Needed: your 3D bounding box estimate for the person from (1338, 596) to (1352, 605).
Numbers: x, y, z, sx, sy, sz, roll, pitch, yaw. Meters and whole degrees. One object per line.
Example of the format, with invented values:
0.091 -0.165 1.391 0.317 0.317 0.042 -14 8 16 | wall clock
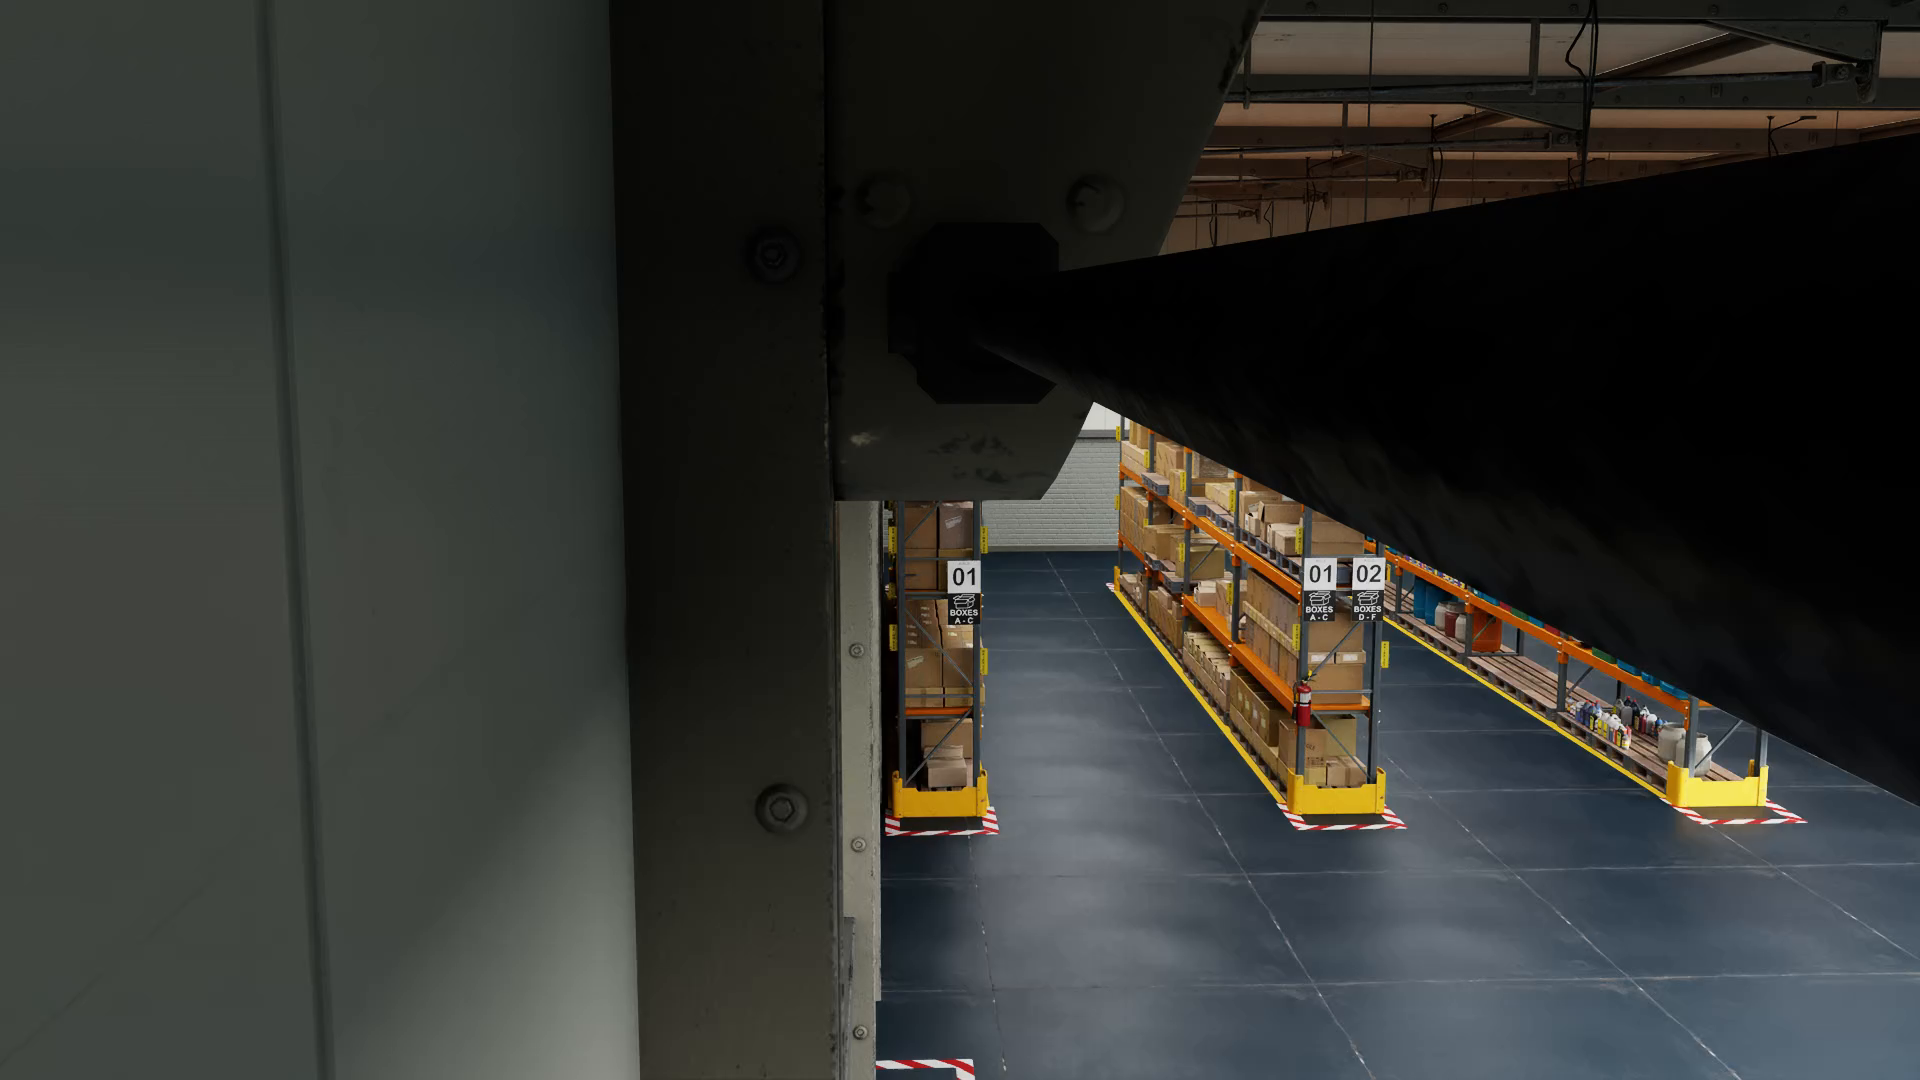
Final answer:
6.628 1.289 28.941 0.683 1.856 0.811 -1 8 -5 | person
